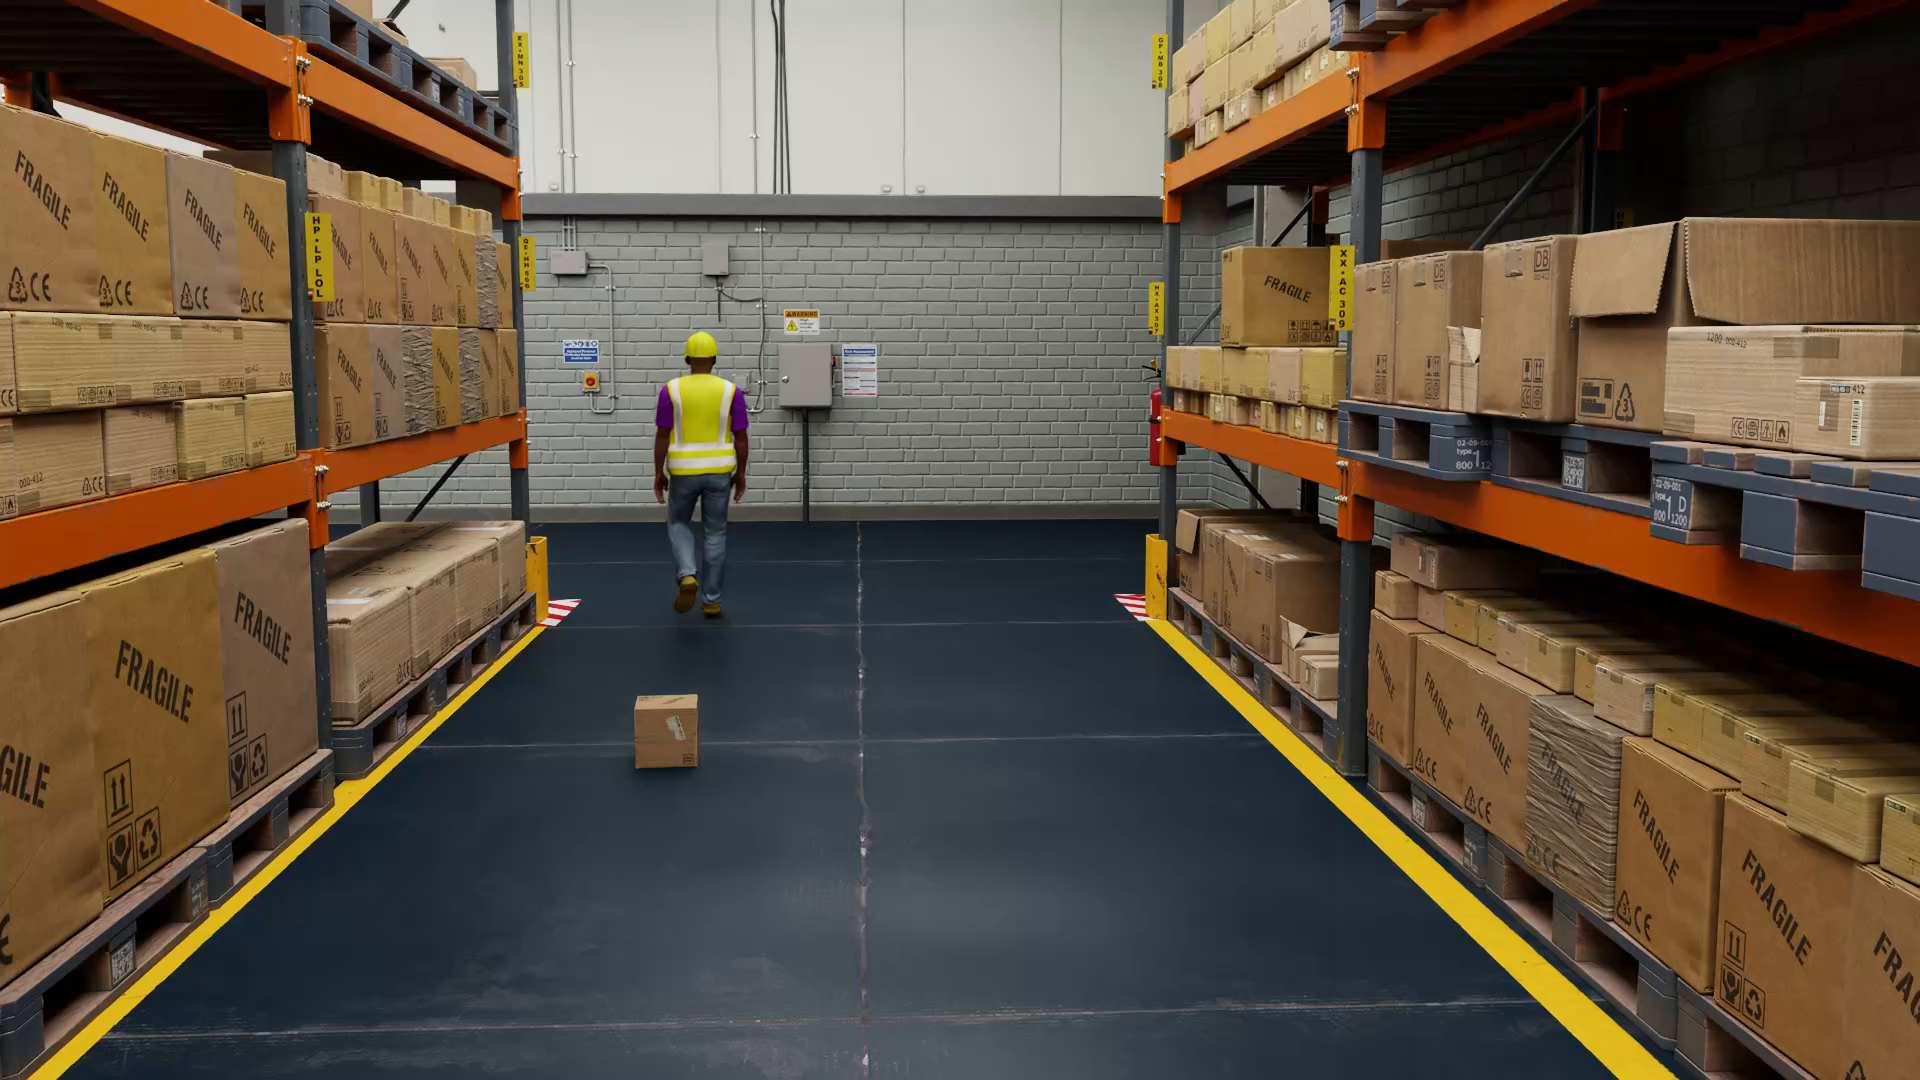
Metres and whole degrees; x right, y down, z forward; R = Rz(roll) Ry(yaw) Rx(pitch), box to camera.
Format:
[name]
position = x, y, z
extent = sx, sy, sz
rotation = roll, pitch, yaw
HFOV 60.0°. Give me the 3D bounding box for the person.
[person]
position = -1.629, -0.420, 10.469
extent = 0.589, 1.769, 0.460
rotation = -1, 7, -10
